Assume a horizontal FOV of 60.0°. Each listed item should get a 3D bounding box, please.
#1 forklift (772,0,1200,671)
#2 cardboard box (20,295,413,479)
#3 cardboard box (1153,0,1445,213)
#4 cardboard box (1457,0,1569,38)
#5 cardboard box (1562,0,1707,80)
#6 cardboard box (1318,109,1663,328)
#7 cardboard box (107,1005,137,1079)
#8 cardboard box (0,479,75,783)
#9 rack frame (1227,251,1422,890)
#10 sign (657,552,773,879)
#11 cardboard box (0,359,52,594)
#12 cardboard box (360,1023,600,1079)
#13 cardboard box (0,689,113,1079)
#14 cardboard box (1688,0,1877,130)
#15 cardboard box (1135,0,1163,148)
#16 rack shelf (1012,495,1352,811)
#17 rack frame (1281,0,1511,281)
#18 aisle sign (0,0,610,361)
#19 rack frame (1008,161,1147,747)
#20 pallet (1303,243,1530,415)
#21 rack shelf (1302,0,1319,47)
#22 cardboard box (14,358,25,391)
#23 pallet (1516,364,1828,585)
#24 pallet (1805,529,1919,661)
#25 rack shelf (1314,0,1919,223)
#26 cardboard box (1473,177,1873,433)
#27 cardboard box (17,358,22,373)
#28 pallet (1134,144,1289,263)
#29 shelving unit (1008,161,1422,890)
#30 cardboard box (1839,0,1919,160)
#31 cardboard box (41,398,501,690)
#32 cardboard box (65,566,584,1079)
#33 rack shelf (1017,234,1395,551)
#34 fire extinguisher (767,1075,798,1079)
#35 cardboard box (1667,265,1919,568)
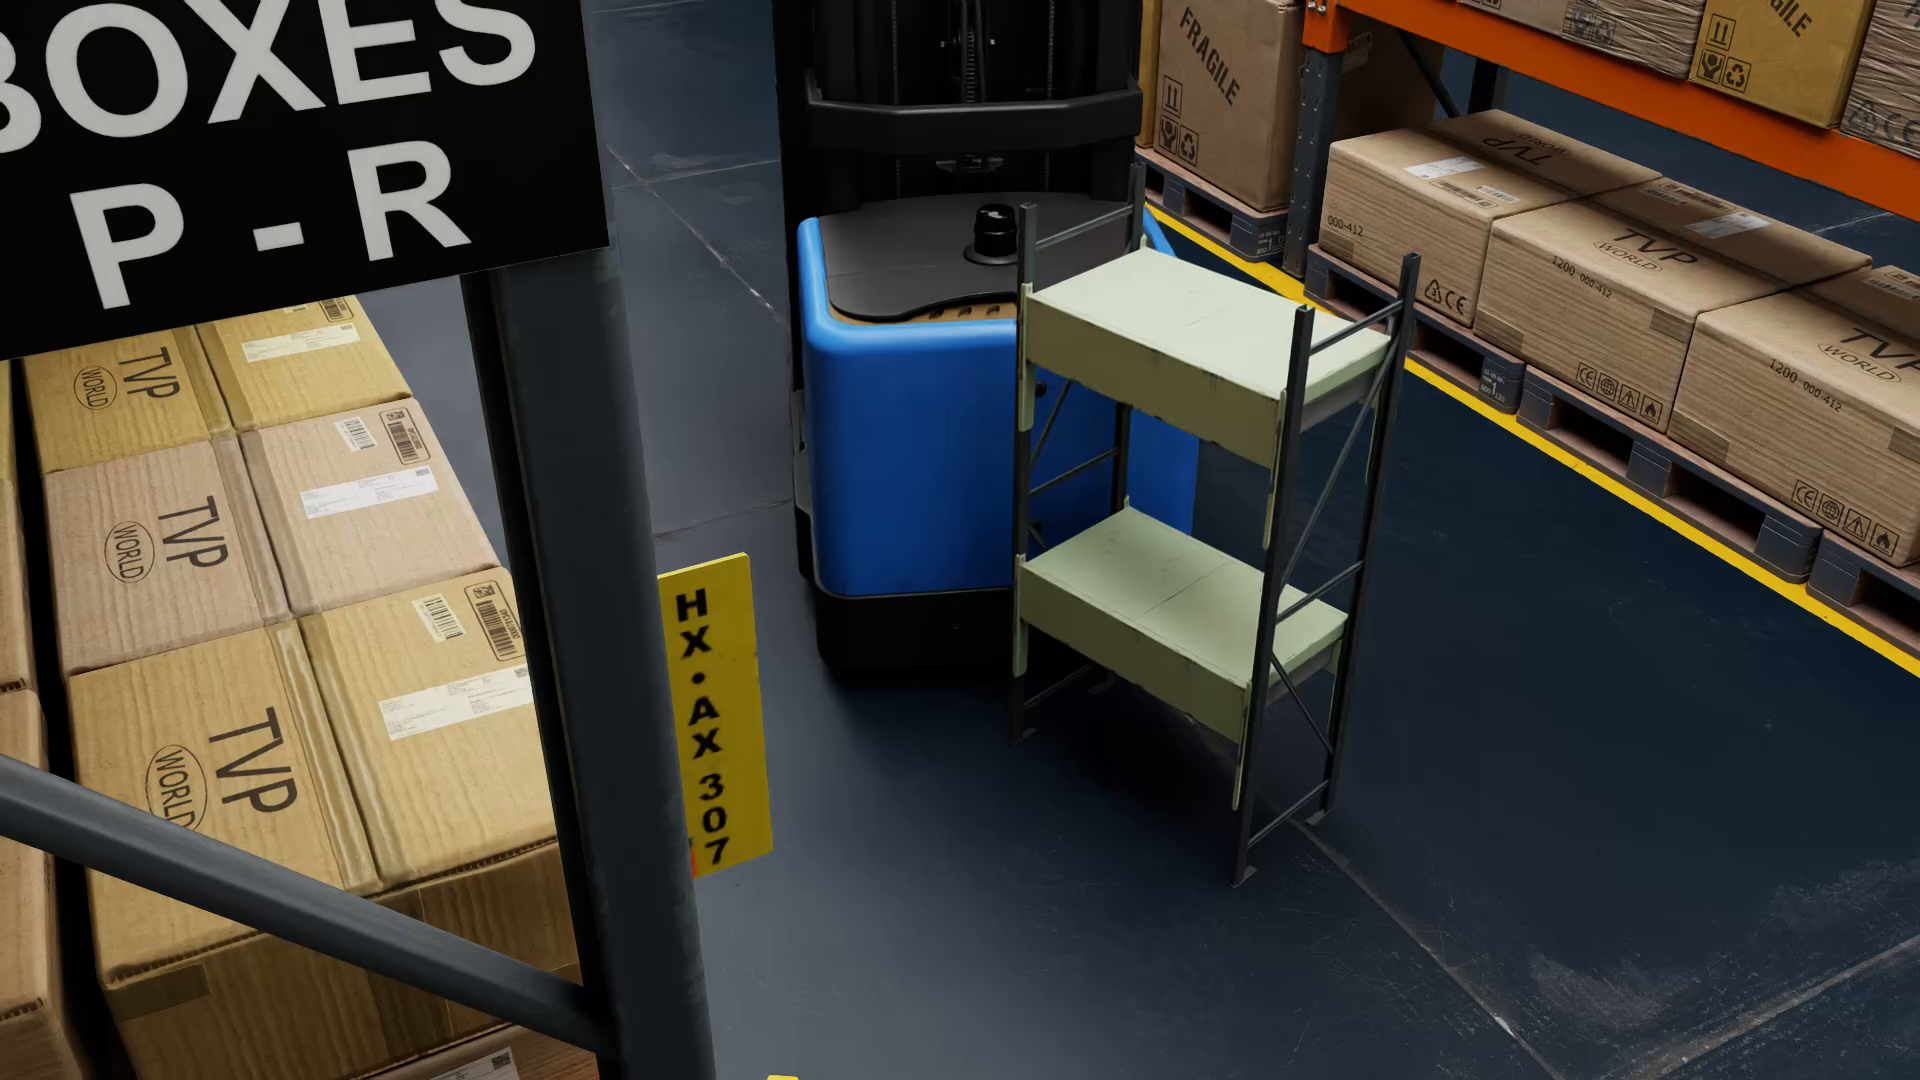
[{"bbox_3d":[-0.035,-1.653,5.113,1.130,2.935,3.031,-4,33,-6],"label":"forklift"},{"bbox_3d":[-1.144,-0.167,2.594,0.500,0.250,0.500,-17,36,-24],"label":"cardboard box"},{"bbox_3d":[1.468,-2.056,7.259,0.875,0.875,0.875,-15,35,-22],"label":"cardboard box"},{"bbox_3d":[2.046,-2.009,5.513,0.500,0.500,0.500,-16,36,-23],"label":"cardboard box"},{"bbox_3d":[2.273,-1.771,5.140,0.500,0.500,0.500,-16,36,-23],"label":"cardboard box"},{"bbox_3d":[2.026,-1.270,6.437,0.875,0.438,0.875,-16,36,-24],"label":"cardboard box"},{"bbox_3d":[-1.152,0.539,1.860,0.380,0.149,0.250,-15,35,-22],"label":"cardboard box"},{"bbox_3d":[-1.385,0.200,2.021,0.500,0.250,0.500,-16,36,-23],"label":"cardboard box"},{"bbox_3d":[0.788,0.121,3.670,0.400,1.500,0.023,-28,42,-36],"label":"rack frame"},{"bbox_3d":[-0.216,0.160,1.418,0.100,0.325,0.005,-16,36,-23],"label":"sign"},{"bbox_3d":[-1.611,-0.038,2.392,0.500,0.250,0.500,-15,35,-22],"label":"cardboard box"},{"bbox_3d":[-0.607,0.541,1.858,0.380,0.149,0.250,-16,36,-23],"label":"cardboard box"},{"bbox_3d":[-1.145,0.446,1.637,0.500,0.250,0.500,-15,36,-22],"label":"cardboard box"},{"bbox_3d":[2.513,-1.525,4.757,0.500,0.500,0.500,-15,35,-22],"label":"cardboard box"},{"bbox_3d":[1.040,-2.485,7.929,0.875,0.875,0.875,-15,36,-22],"label":"cardboard box"},{"bbox_3d":[0.533,0.254,4.067,0.431,0.370,0.720,-28,42,-36],"label":"rack shelf"},{"bbox_3d":[1.828,-2.498,6.369,1.000,3.000,0.127,-16,36,-23],"label":"rack frame"},{"bbox_3d":[-0.405,-0.475,0.801,0.394,0.787,0.004,-16,36,-23],"label":"aisle sign"},{"bbox_3d":[0.278,-0.162,4.113,0.400,1.500,0.023,-28,42,-36],"label":"rack frame"},{"bbox_3d":[2.114,-0.942,6.524,1.003,0.211,1.213,-16,36,-23],"label":"pallet"},{"bbox_3d":[0.896,-3.150,8.053,1.077,0.370,4.000,-16,36,-23],"label":"rack shelf"},{"bbox_3d":[-1.855,-0.288,2.782,0.500,0.250,0.500,-16,36,-23],"label":"cardboard box"},{"bbox_3d":[2.686,-0.359,5.614,1.003,0.211,1.213,-16,36,-23],"label":"pallet"},{"bbox_3d":[3.251,0.223,4.707,1.003,0.211,1.213,-16,36,-23],"label":"pallet"},{"bbox_3d":[2.761,-1.241,5.073,1.077,0.370,4.000,-16,36,-23],"label":"rack shelf"},{"bbox_3d":[2.444,-0.843,5.770,0.875,0.438,0.875,-17,36,-24],"label":"cardboard box"},{"bbox_3d":[-1.401,-0.406,2.966,0.500,0.250,0.500,-17,36,-24],"label":"cardboard box"},{"bbox_3d":[1.402,-1.674,7.666,1.003,0.211,1.213,-16,36,-23],"label":"pallet"},{"bbox_3d":[0.533,-0.020,3.892,0.431,1.500,0.755,-28,42,-36],"label":"shelving unit"},{"bbox_3d":[2.765,-1.281,4.377,0.500,0.500,0.500,-15,36,-22],"label":"cardboard box"},{"bbox_3d":[-0.905,0.074,2.217,0.500,0.250,0.500,-15,36,-23],"label":"cardboard box"},{"bbox_3d":[-0.669,0.314,1.842,0.500,0.250,0.500,-16,36,-23],"label":"cardboard box"},{"bbox_3d":[0.533,-0.349,3.681,0.431,0.370,0.720,-28,42,-36],"label":"rack shelf"},{"bbox_3d":[-0.219,0.804,1.631,0.296,0.674,0.183,-16,36,-23],"label":"fire extinguisher"},{"bbox_3d":[2.863,-0.412,5.098,0.875,0.438,0.875,-15,36,-22],"label":"cardboard box"}]
